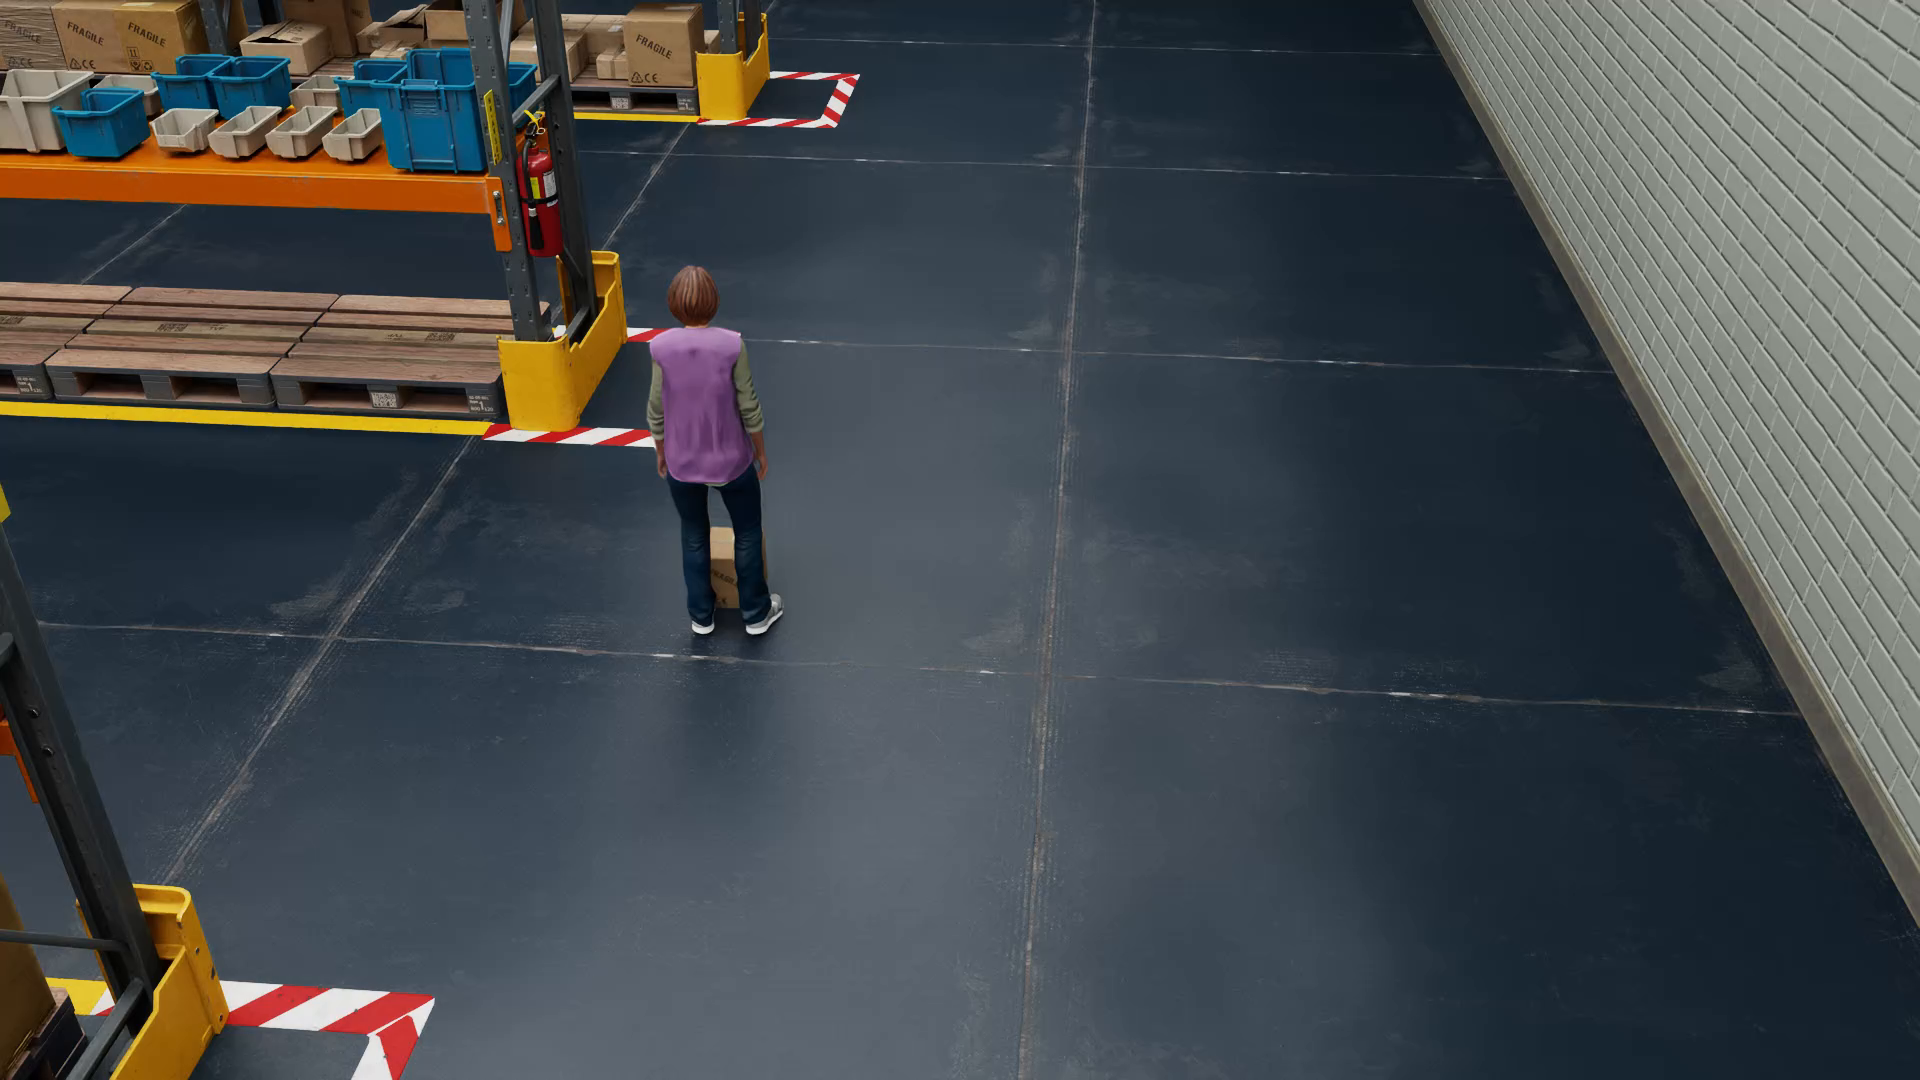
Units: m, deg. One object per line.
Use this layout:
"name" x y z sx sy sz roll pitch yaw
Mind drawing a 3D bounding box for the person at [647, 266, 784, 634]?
"person" -0.994 -0.317 6.647 0.466 1.592 0.346 1 32 2
